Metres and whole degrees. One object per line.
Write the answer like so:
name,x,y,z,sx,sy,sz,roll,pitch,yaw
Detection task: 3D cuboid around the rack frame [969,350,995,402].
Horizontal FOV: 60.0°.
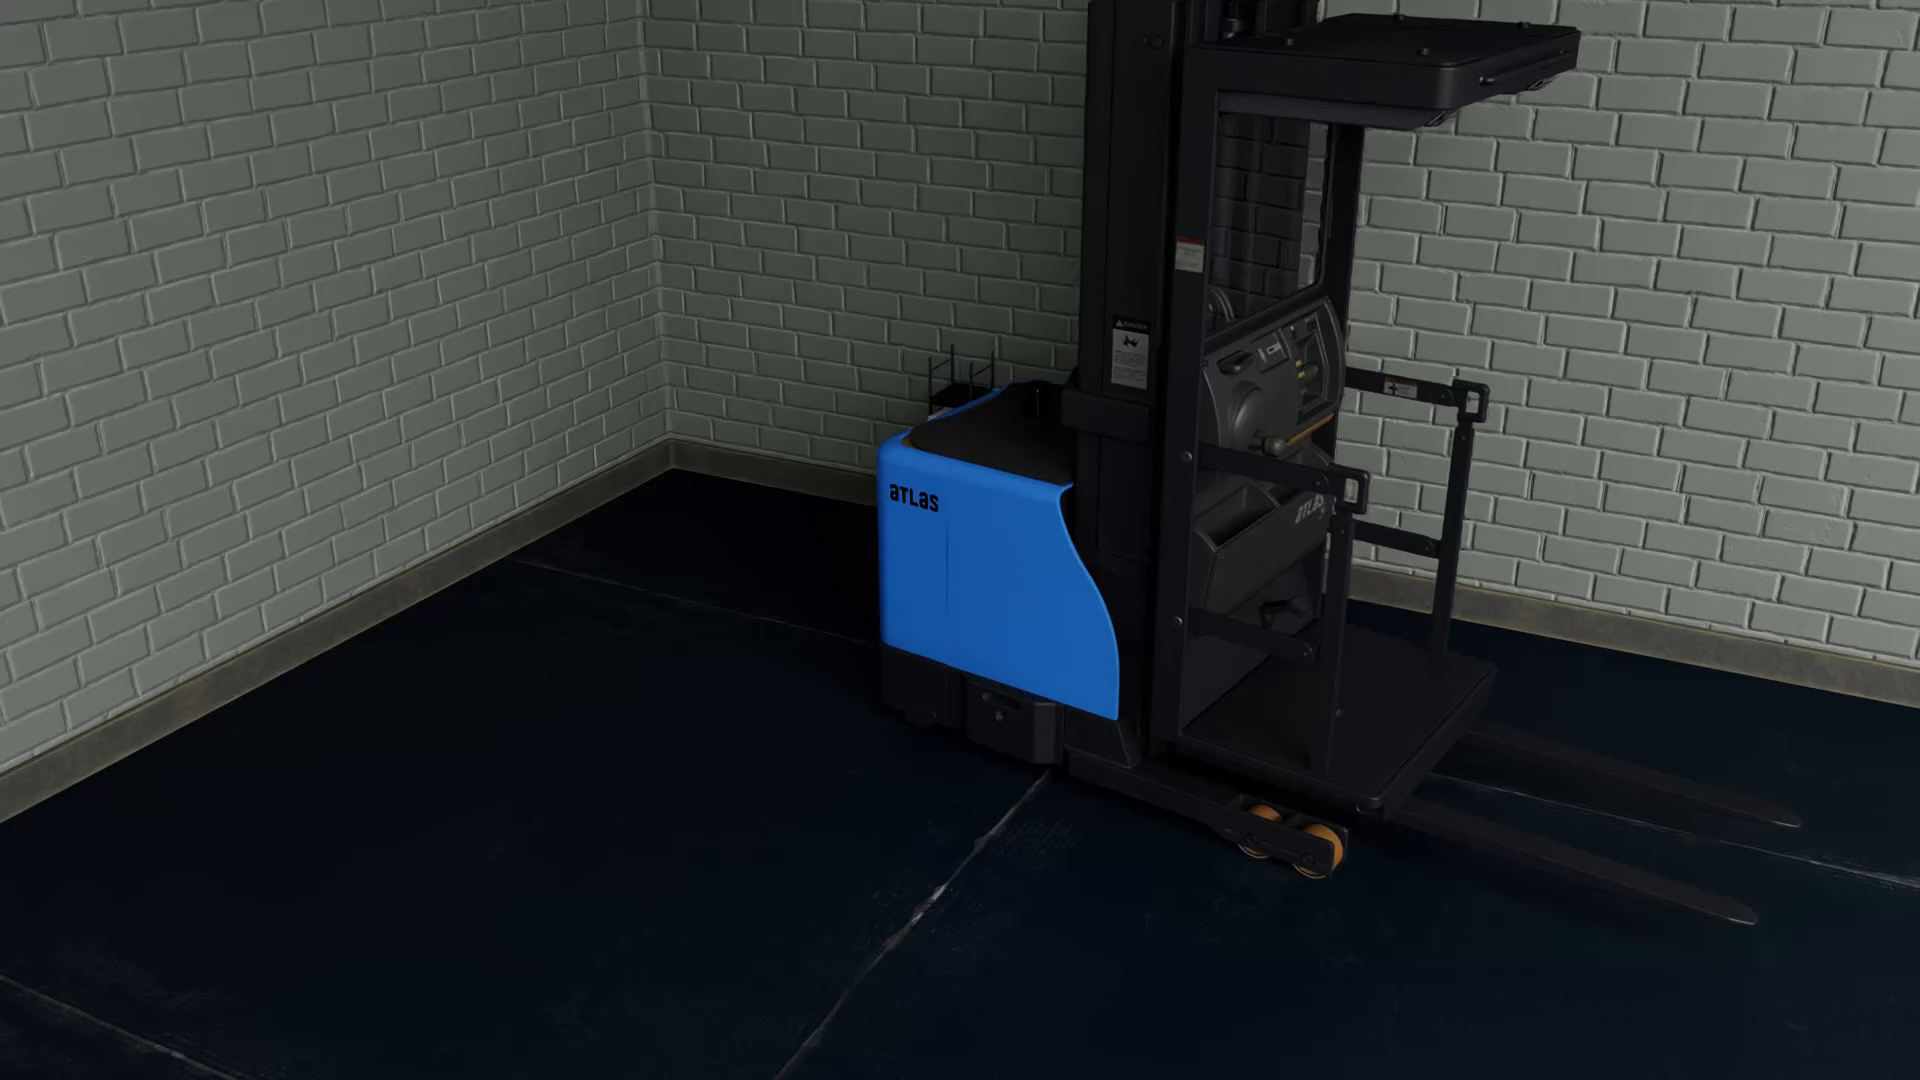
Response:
rack frame,0.098,-0.395,7.528,0.006,0.900,0.240,11,25,25

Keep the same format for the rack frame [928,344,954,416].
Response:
rack frame,-0.083,-0.431,7.613,0.006,0.900,0.240,11,25,25

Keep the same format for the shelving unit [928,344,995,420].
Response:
shelving unit,0.007,-0.413,7.571,0.210,0.900,0.258,11,25,25

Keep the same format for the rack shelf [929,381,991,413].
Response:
rack shelf,0.007,-0.630,7.478,0.200,0.077,0.258,11,25,25

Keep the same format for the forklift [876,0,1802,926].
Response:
forklift,1.184,-0.519,5.224,3.031,2.935,1.130,16,28,32

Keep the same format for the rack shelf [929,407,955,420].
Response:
rack shelf,0.007,-0.548,7.513,0.200,0.077,0.258,11,25,25
